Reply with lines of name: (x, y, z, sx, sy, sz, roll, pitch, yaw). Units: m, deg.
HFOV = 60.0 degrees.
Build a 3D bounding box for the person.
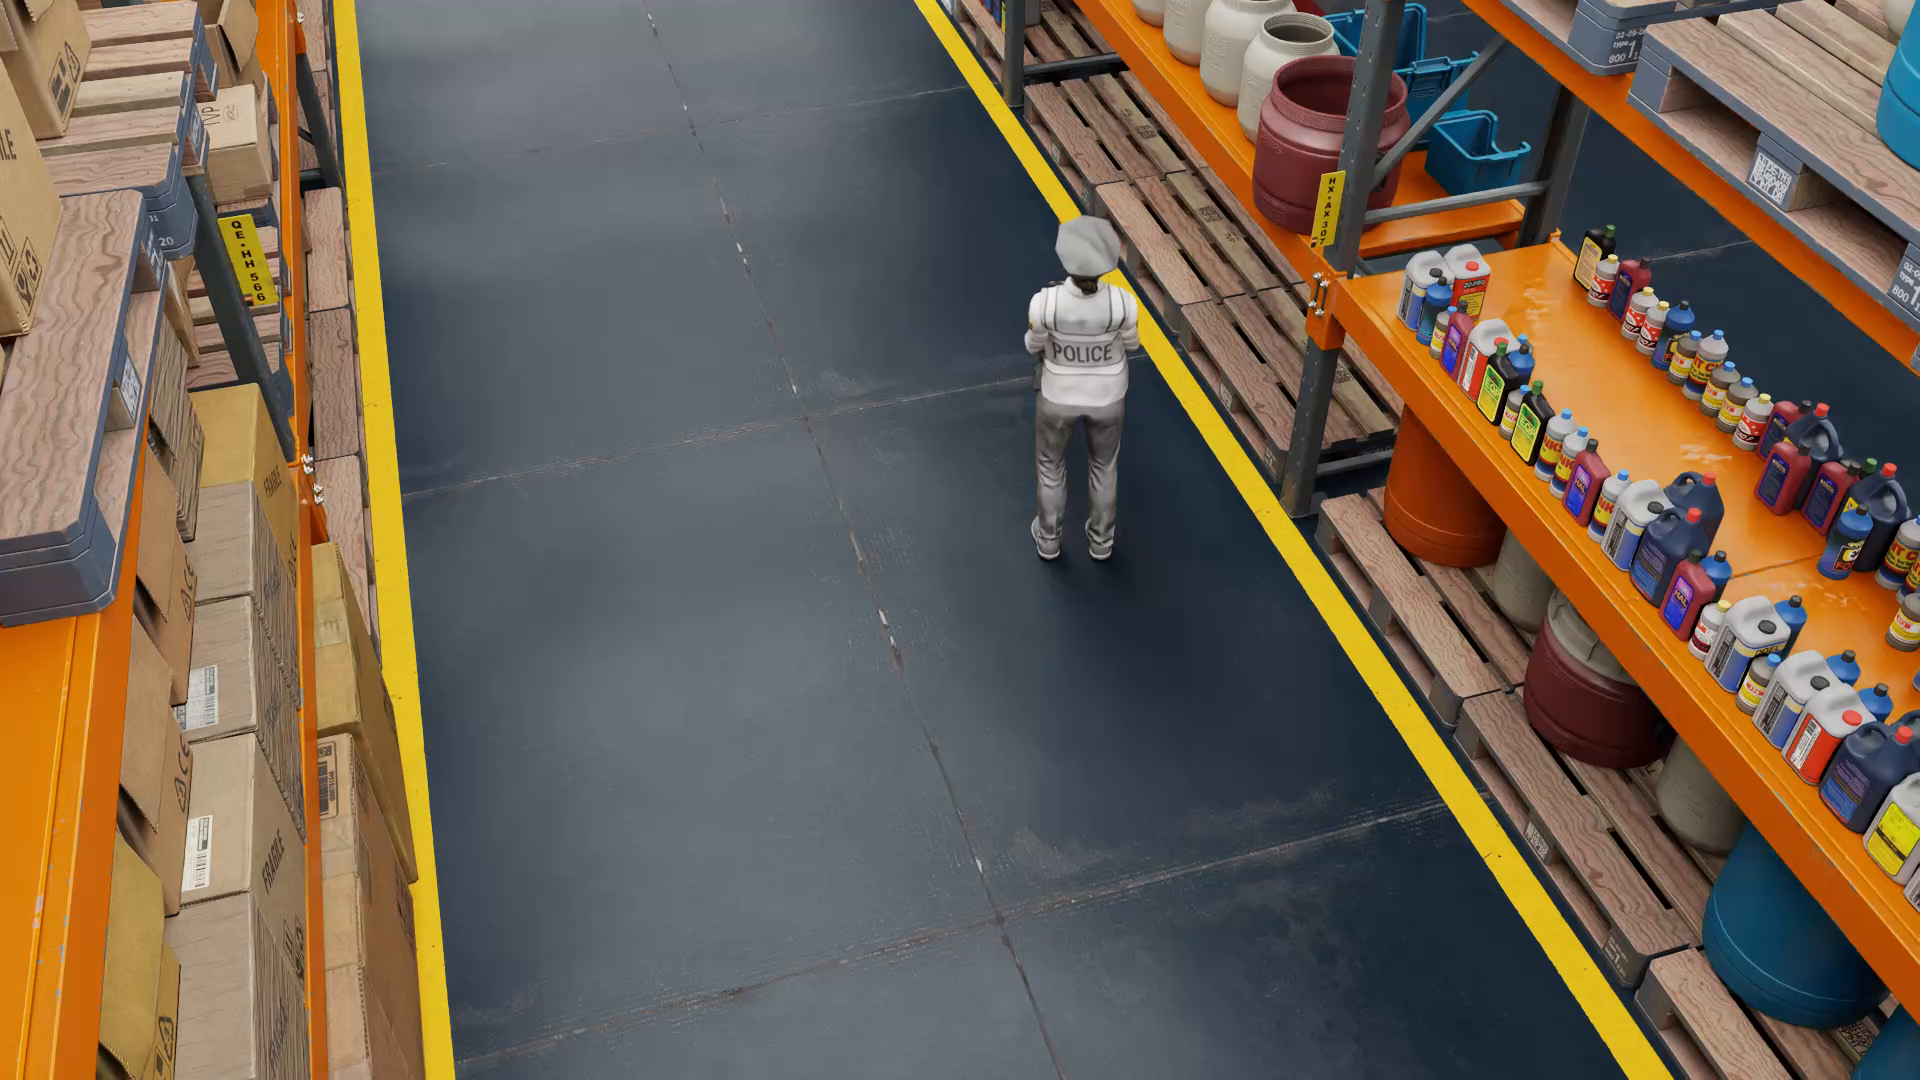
person: (0.490, -0.641, 6.840, 0.461, 1.686, 0.556, 0, 42, 0)
